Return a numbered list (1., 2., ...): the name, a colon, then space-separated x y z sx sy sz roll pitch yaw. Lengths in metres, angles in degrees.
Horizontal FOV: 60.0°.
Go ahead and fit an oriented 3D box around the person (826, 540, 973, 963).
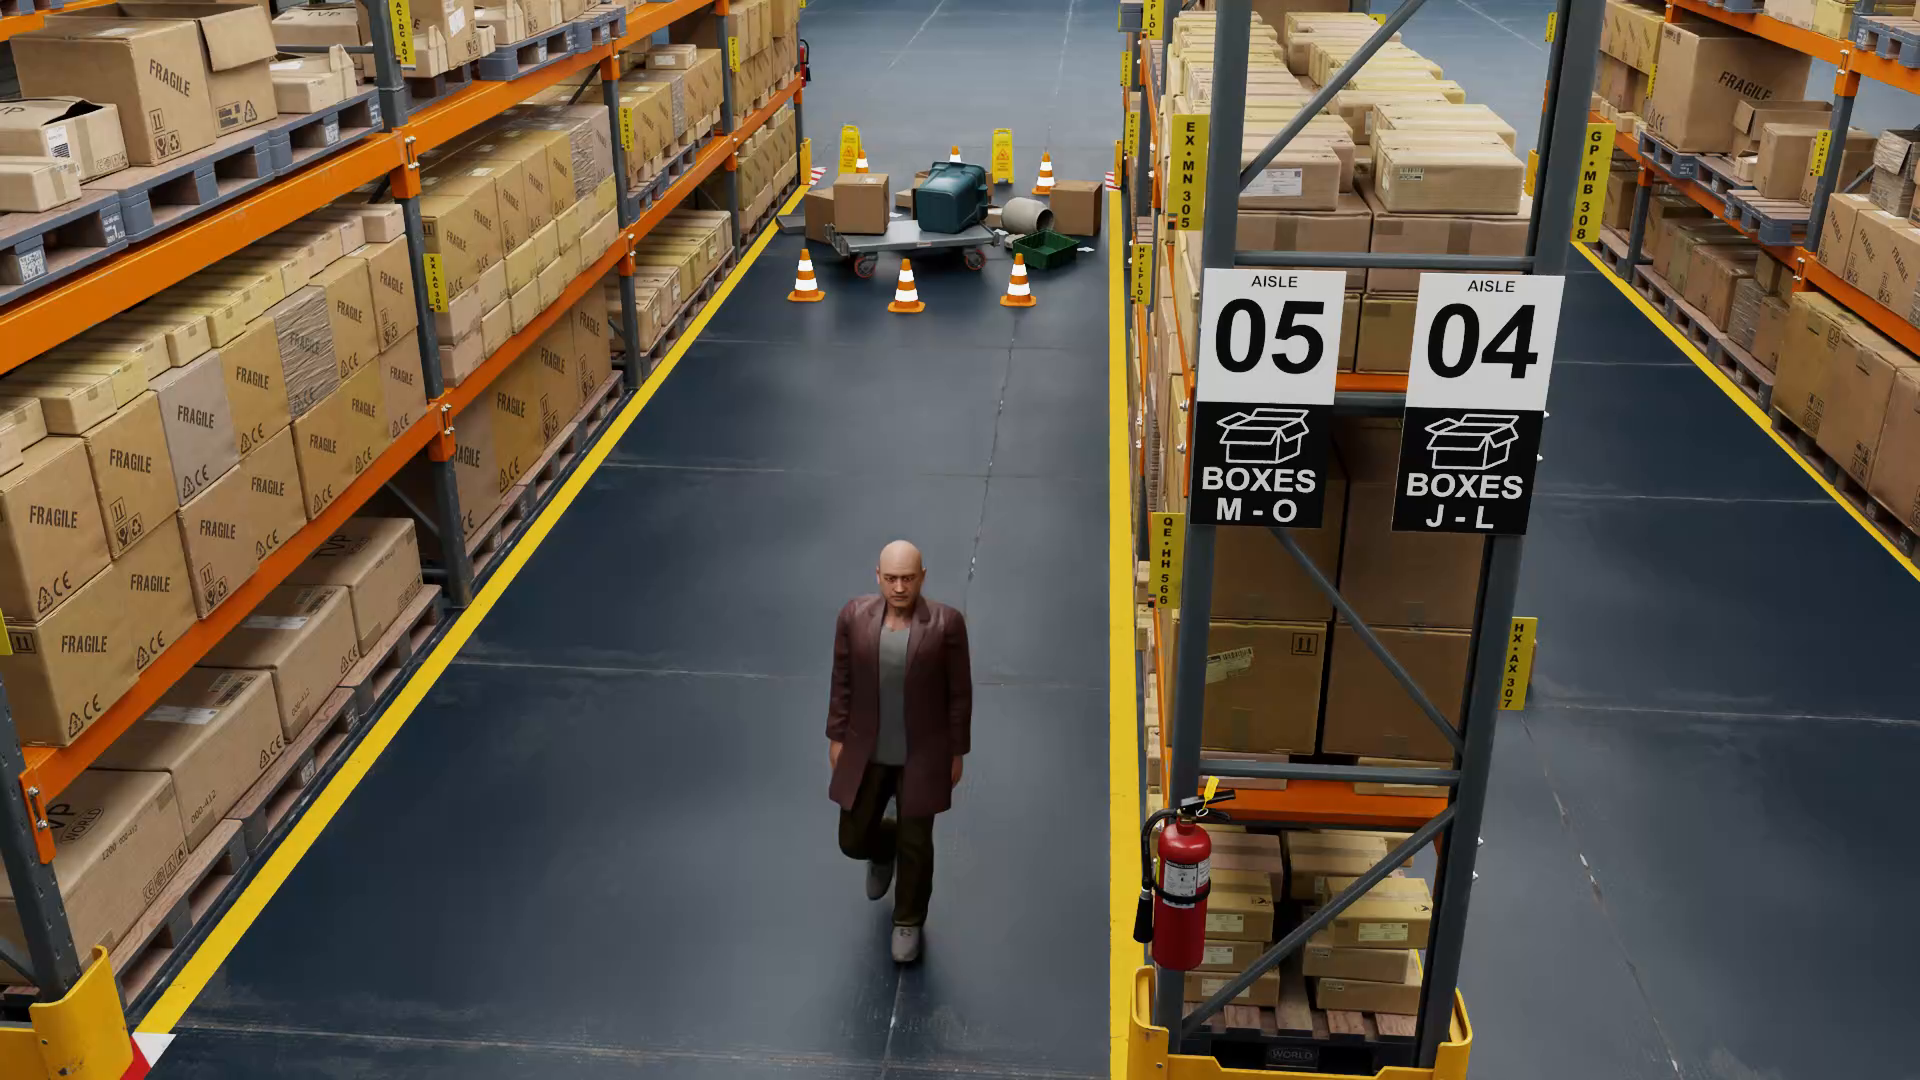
1. person: -0.250 0.823 6.715 0.600 1.770 0.601 4 24 8
